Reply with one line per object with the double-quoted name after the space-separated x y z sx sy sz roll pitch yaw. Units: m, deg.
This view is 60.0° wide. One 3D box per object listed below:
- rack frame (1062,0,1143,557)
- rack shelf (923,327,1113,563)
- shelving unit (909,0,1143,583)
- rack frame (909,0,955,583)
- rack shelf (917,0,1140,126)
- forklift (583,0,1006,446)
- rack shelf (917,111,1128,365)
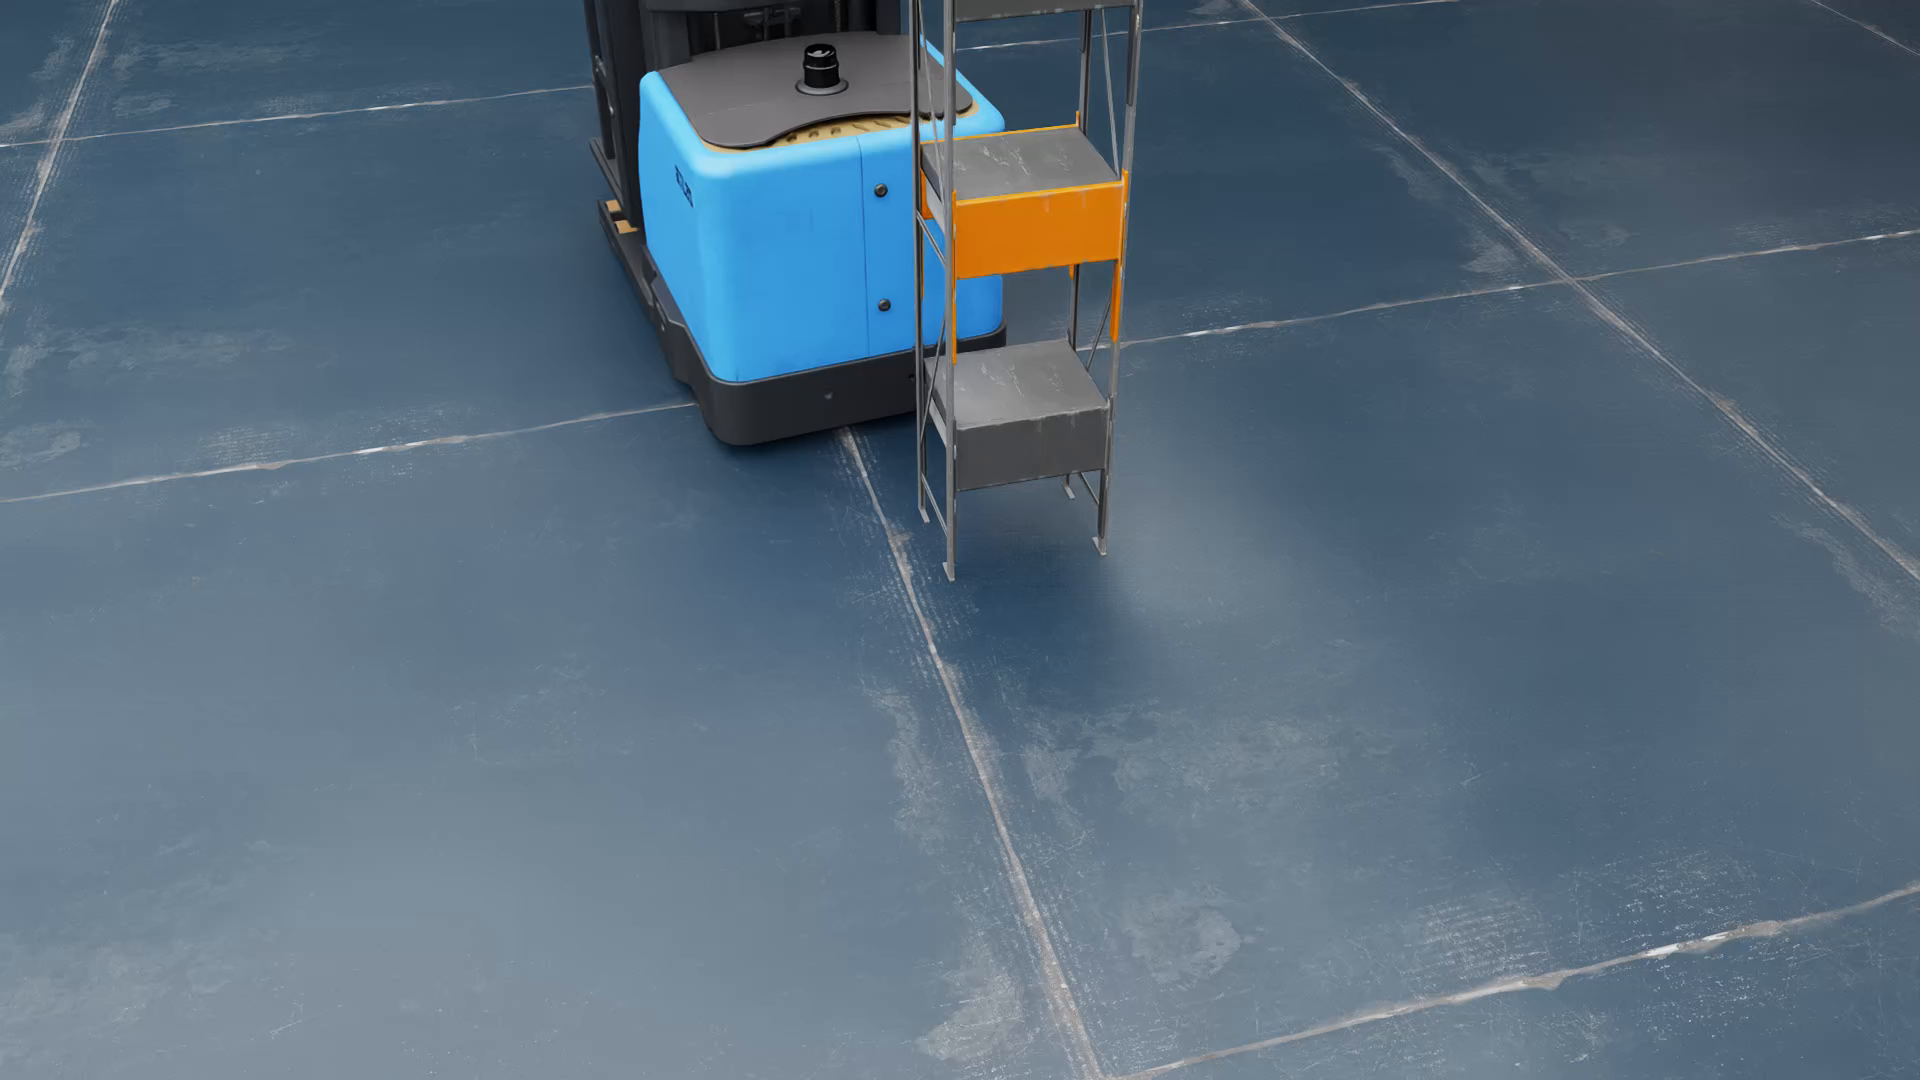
0.395 -0.899 4.697 0.015 2.100 0.400 -9 38 -12 "rack frame"
0.160 -0.293 5.080 0.480 0.518 0.431 -9 38 -12 "rack shelf"
0.160 -0.860 4.646 0.503 2.100 0.431 -9 38 -12 "shelving unit"
-0.076 -0.822 4.596 0.015 2.100 0.400 -9 38 -12 "rack frame"
0.160 -1.405 4.229 0.480 0.518 0.431 -9 38 -12 "rack shelf"
-0.846 -2.374 5.942 1.130 2.935 3.031 -13 39 -17 "forklift"
0.160 -0.849 4.655 0.480 0.518 0.431 -9 38 -12 "rack shelf"
